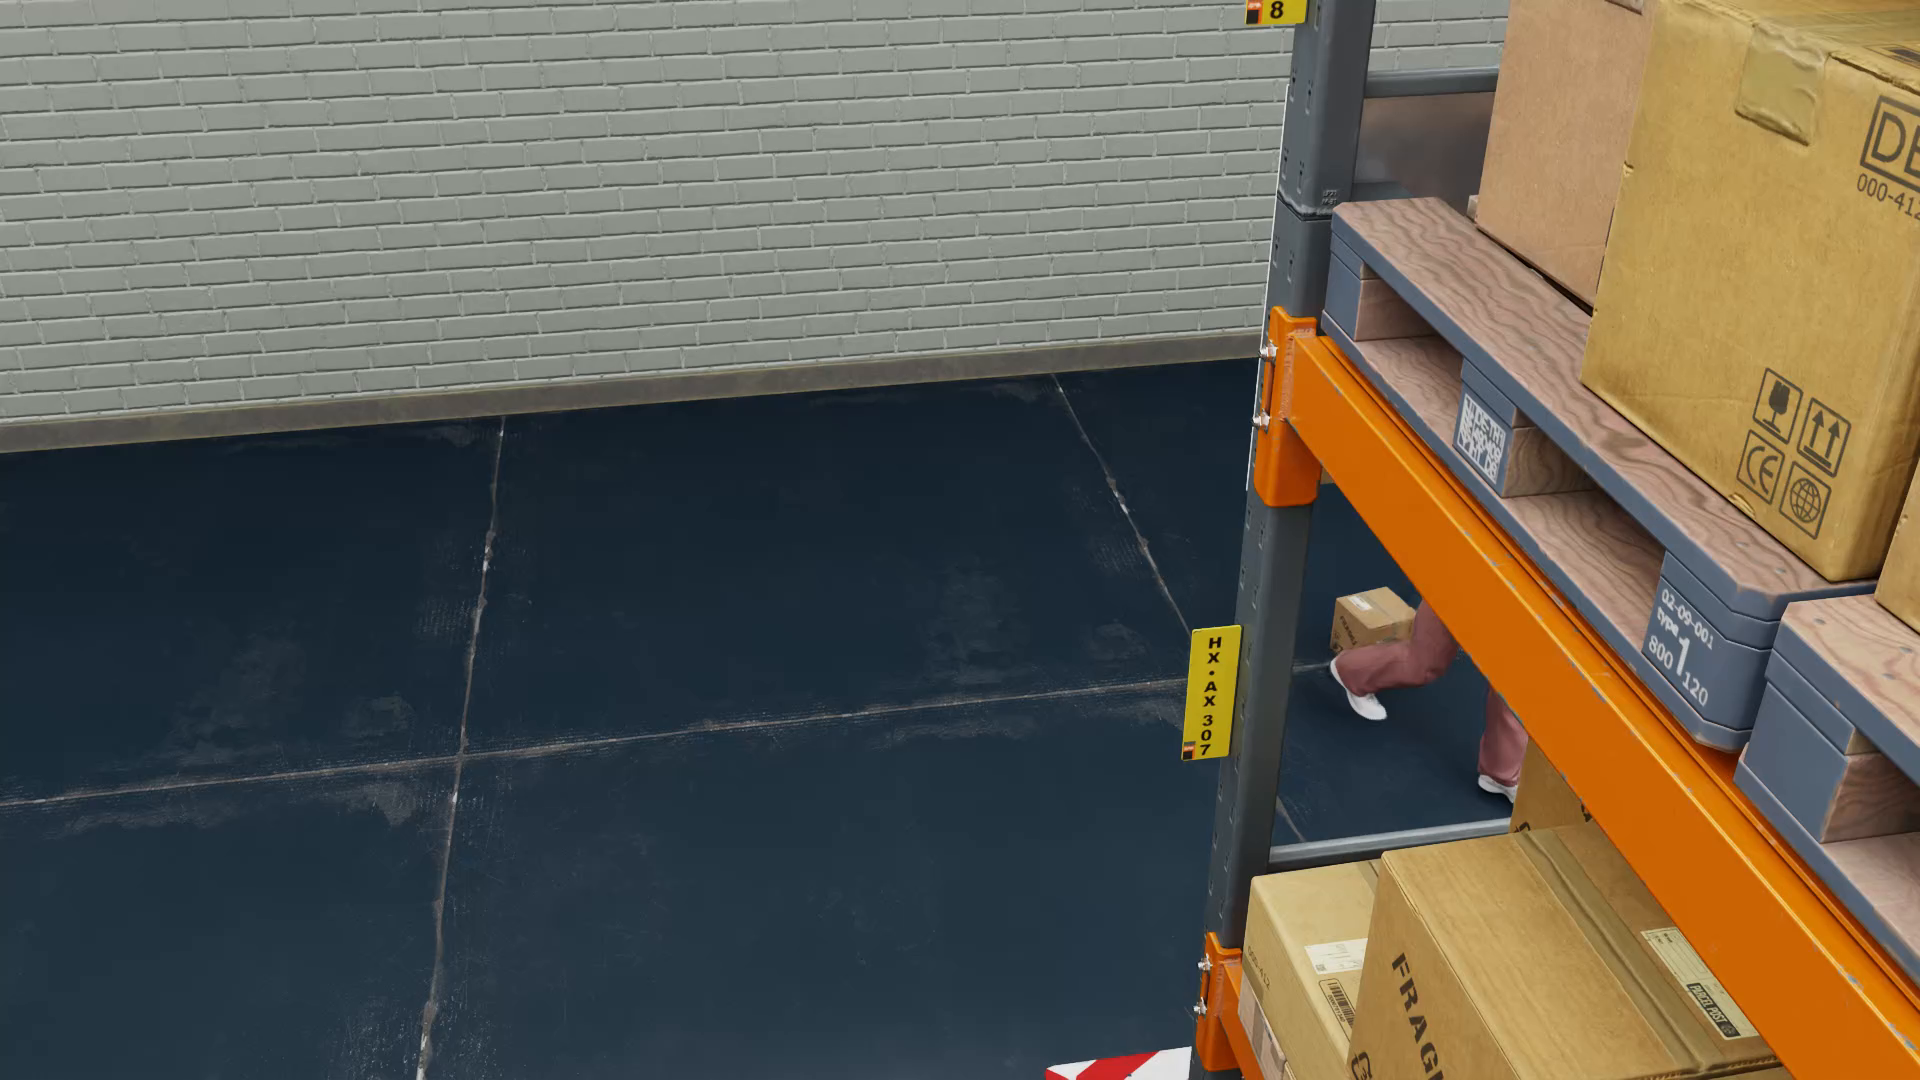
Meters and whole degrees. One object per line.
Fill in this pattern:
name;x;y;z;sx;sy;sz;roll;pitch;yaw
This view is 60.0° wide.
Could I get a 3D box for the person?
person;1.801;0.132;5.917;0.441;1.631;0.974;-19;35;-28
